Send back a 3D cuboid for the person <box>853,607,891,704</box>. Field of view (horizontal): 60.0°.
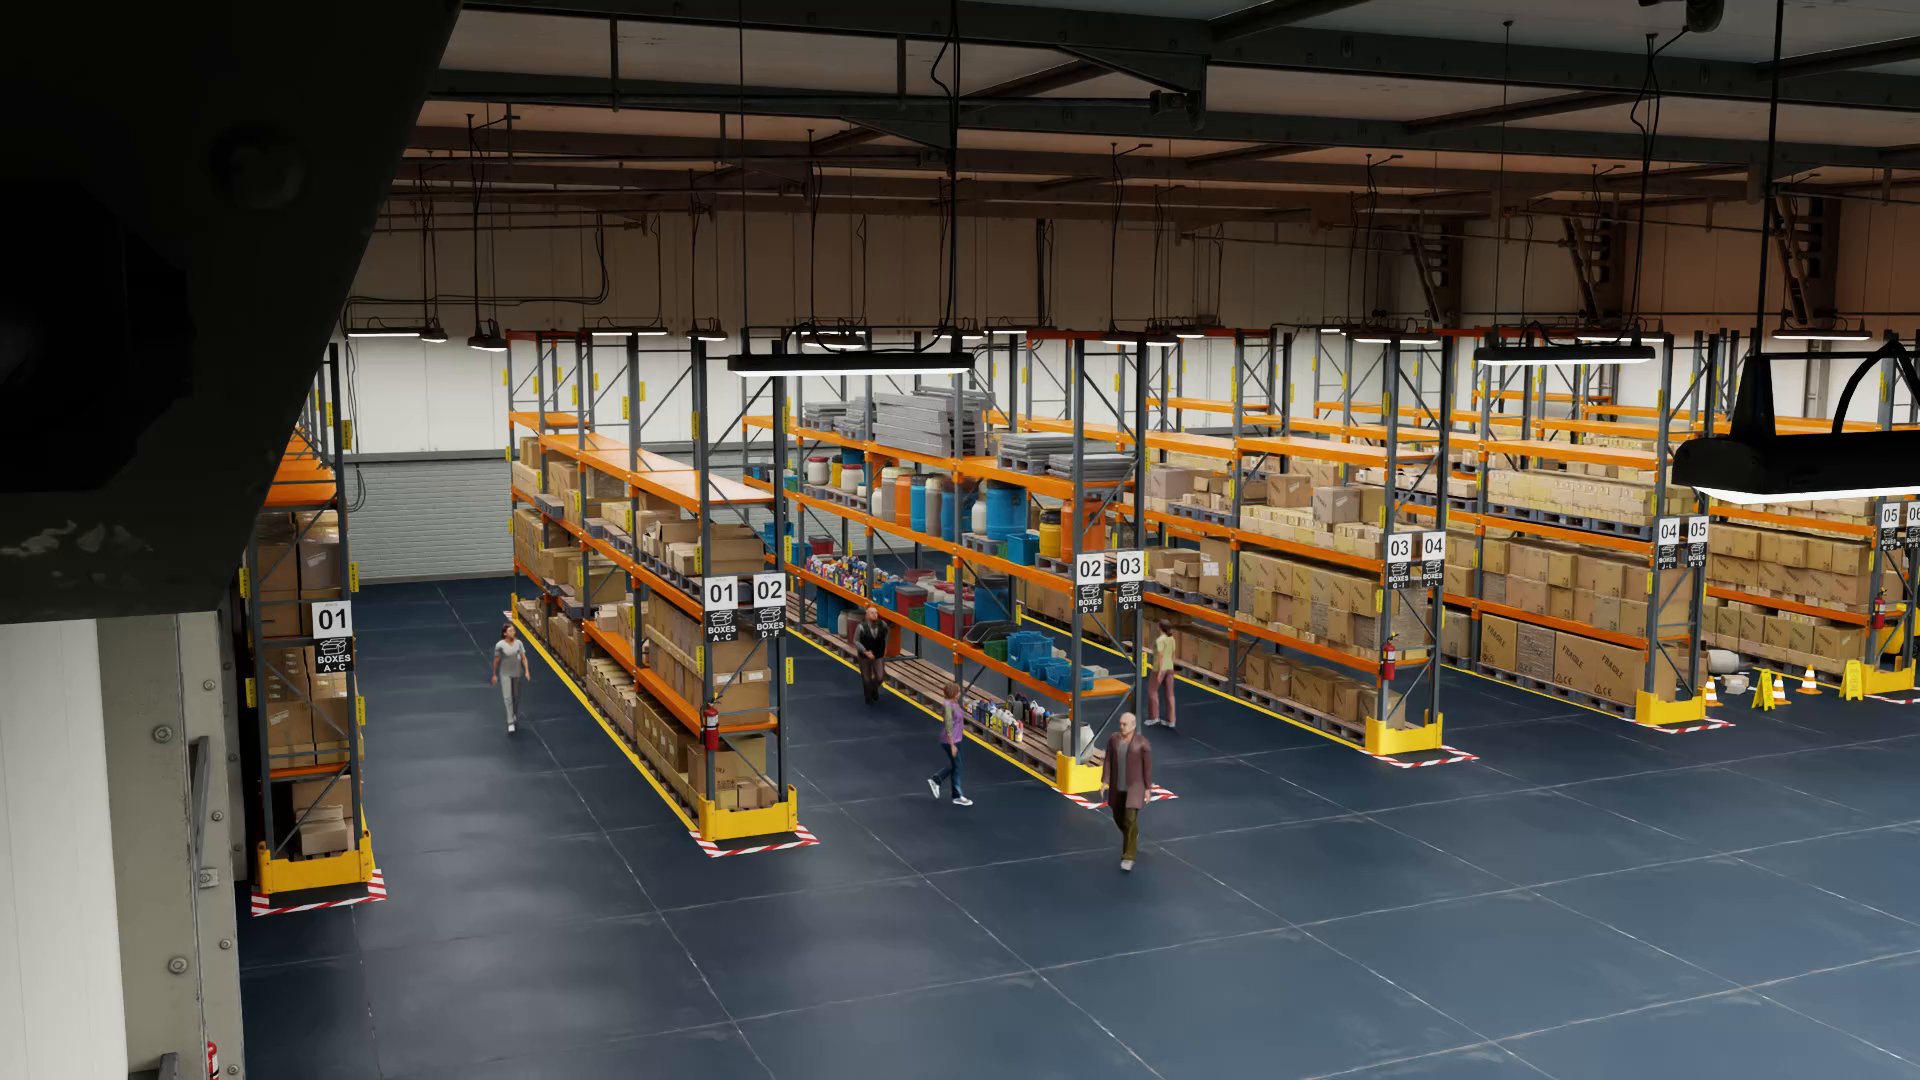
[{"bbox_3d":[-1.422,1.873,26.879,0.656,1.638,0.735,-2,8,-11],"label":"person"}]

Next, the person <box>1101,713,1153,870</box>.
[{"bbox_3d":[1.951,2.847,19.256,0.568,1.758,0.896,5,9,34],"label":"person"}]

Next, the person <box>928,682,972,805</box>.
[{"bbox_3d":[-0.121,2.617,21.542,0.620,1.589,0.475,2,8,12],"label":"person"}]

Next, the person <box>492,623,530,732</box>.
[{"bbox_3d":[-6.861,2.061,25.405,0.522,1.596,1.068,-4,9,-28],"label":"person"}]

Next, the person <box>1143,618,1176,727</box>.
[{"bbox_3d":[3.154,2.062,25.591,0.459,1.714,0.595,-4,9,-28],"label":"person"}]
